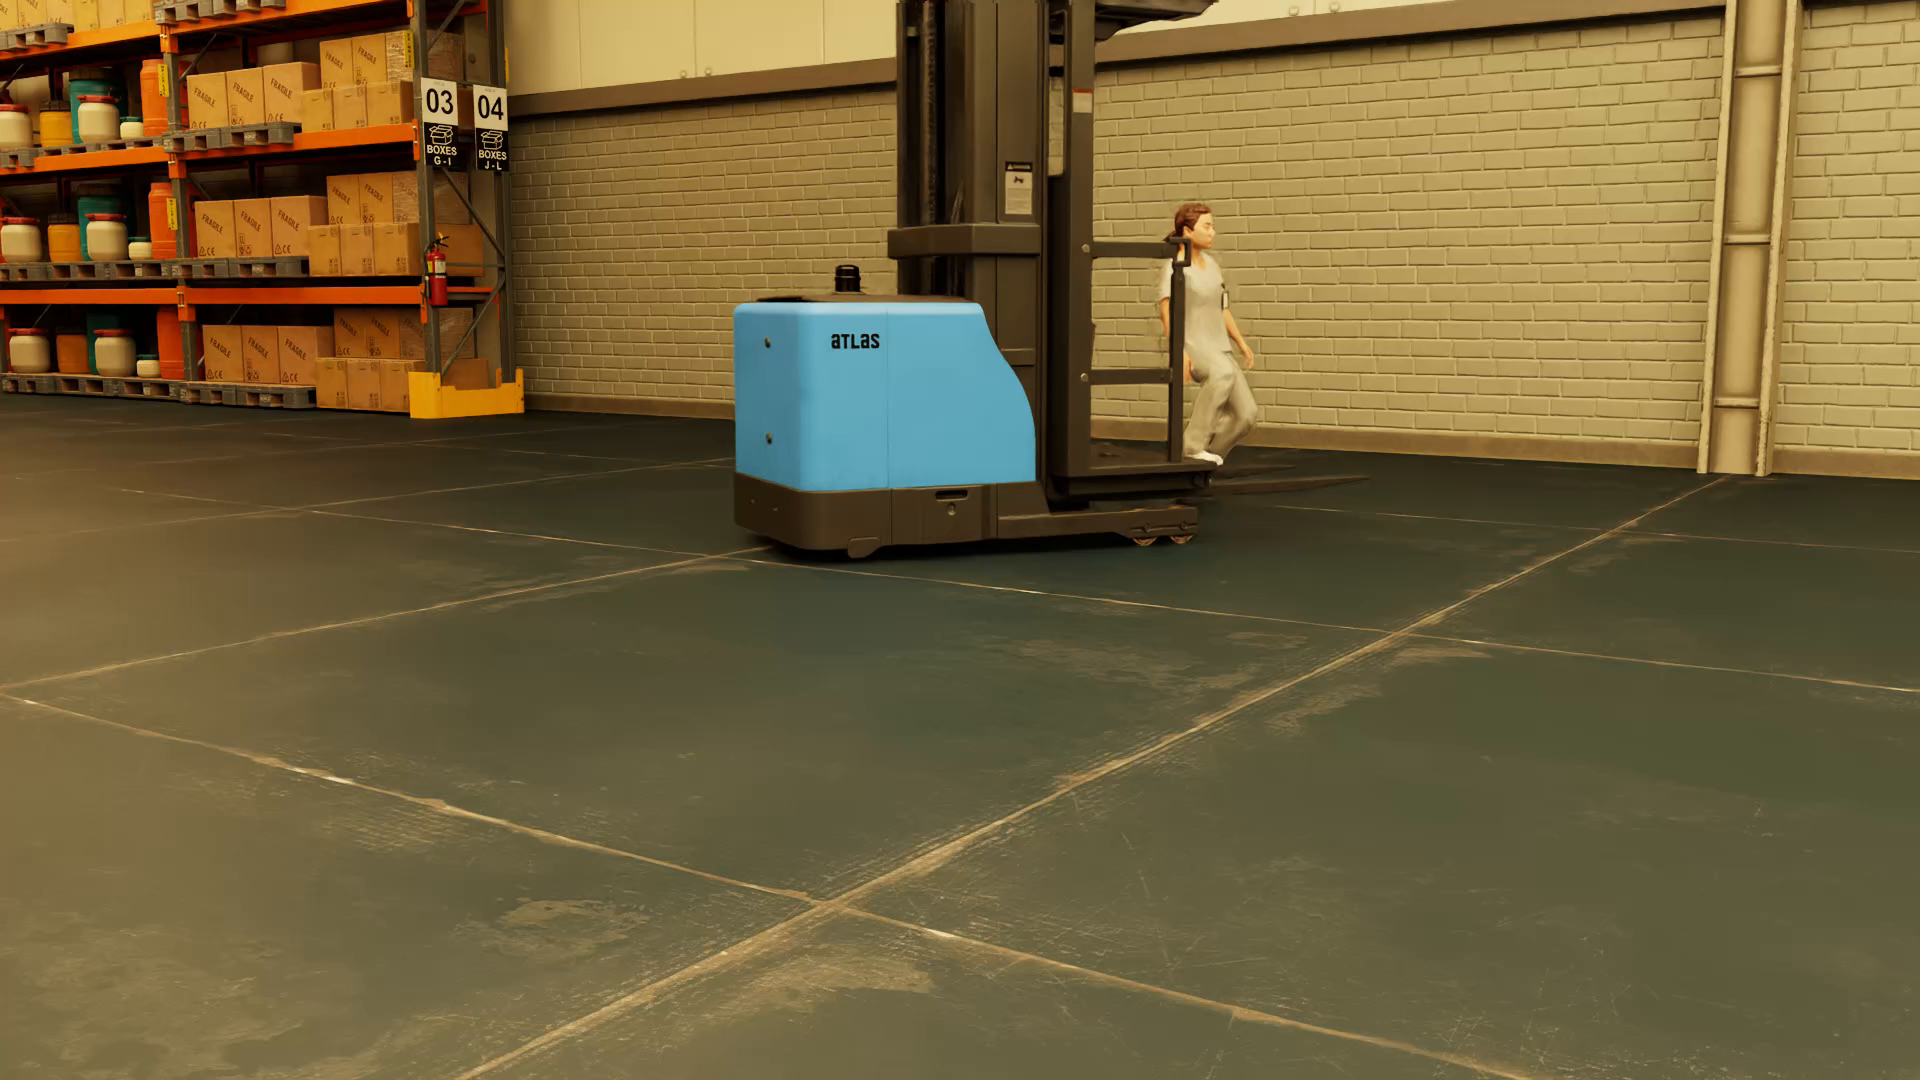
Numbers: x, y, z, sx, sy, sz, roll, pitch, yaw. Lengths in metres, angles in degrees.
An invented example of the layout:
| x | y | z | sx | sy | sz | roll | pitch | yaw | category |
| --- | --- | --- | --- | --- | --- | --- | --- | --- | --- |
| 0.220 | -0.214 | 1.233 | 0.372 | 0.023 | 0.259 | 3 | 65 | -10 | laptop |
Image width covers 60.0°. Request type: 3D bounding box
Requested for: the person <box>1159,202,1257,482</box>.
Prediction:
| x | y | z | sx | sy | sz | roll | pitch | yaw | category |
| --- | --- | --- | --- | --- | --- | --- | --- | --- | --- |
| 1.314 | -0.990 | 8.733 | 0.654 | 1.548 | 0.620 | -8 | 11 | -44 | person |

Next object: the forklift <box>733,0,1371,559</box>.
| x | y | z | sx | sy | sz | roll | pitch | yaw | category |
| --- | --- | --- | --- | --- | --- | --- | --- | --- | --- |
| 0.518 | -1.491 | 7.675 | 3.031 | 2.935 | 1.130 | -4 | 9 | -25 | forklift |
